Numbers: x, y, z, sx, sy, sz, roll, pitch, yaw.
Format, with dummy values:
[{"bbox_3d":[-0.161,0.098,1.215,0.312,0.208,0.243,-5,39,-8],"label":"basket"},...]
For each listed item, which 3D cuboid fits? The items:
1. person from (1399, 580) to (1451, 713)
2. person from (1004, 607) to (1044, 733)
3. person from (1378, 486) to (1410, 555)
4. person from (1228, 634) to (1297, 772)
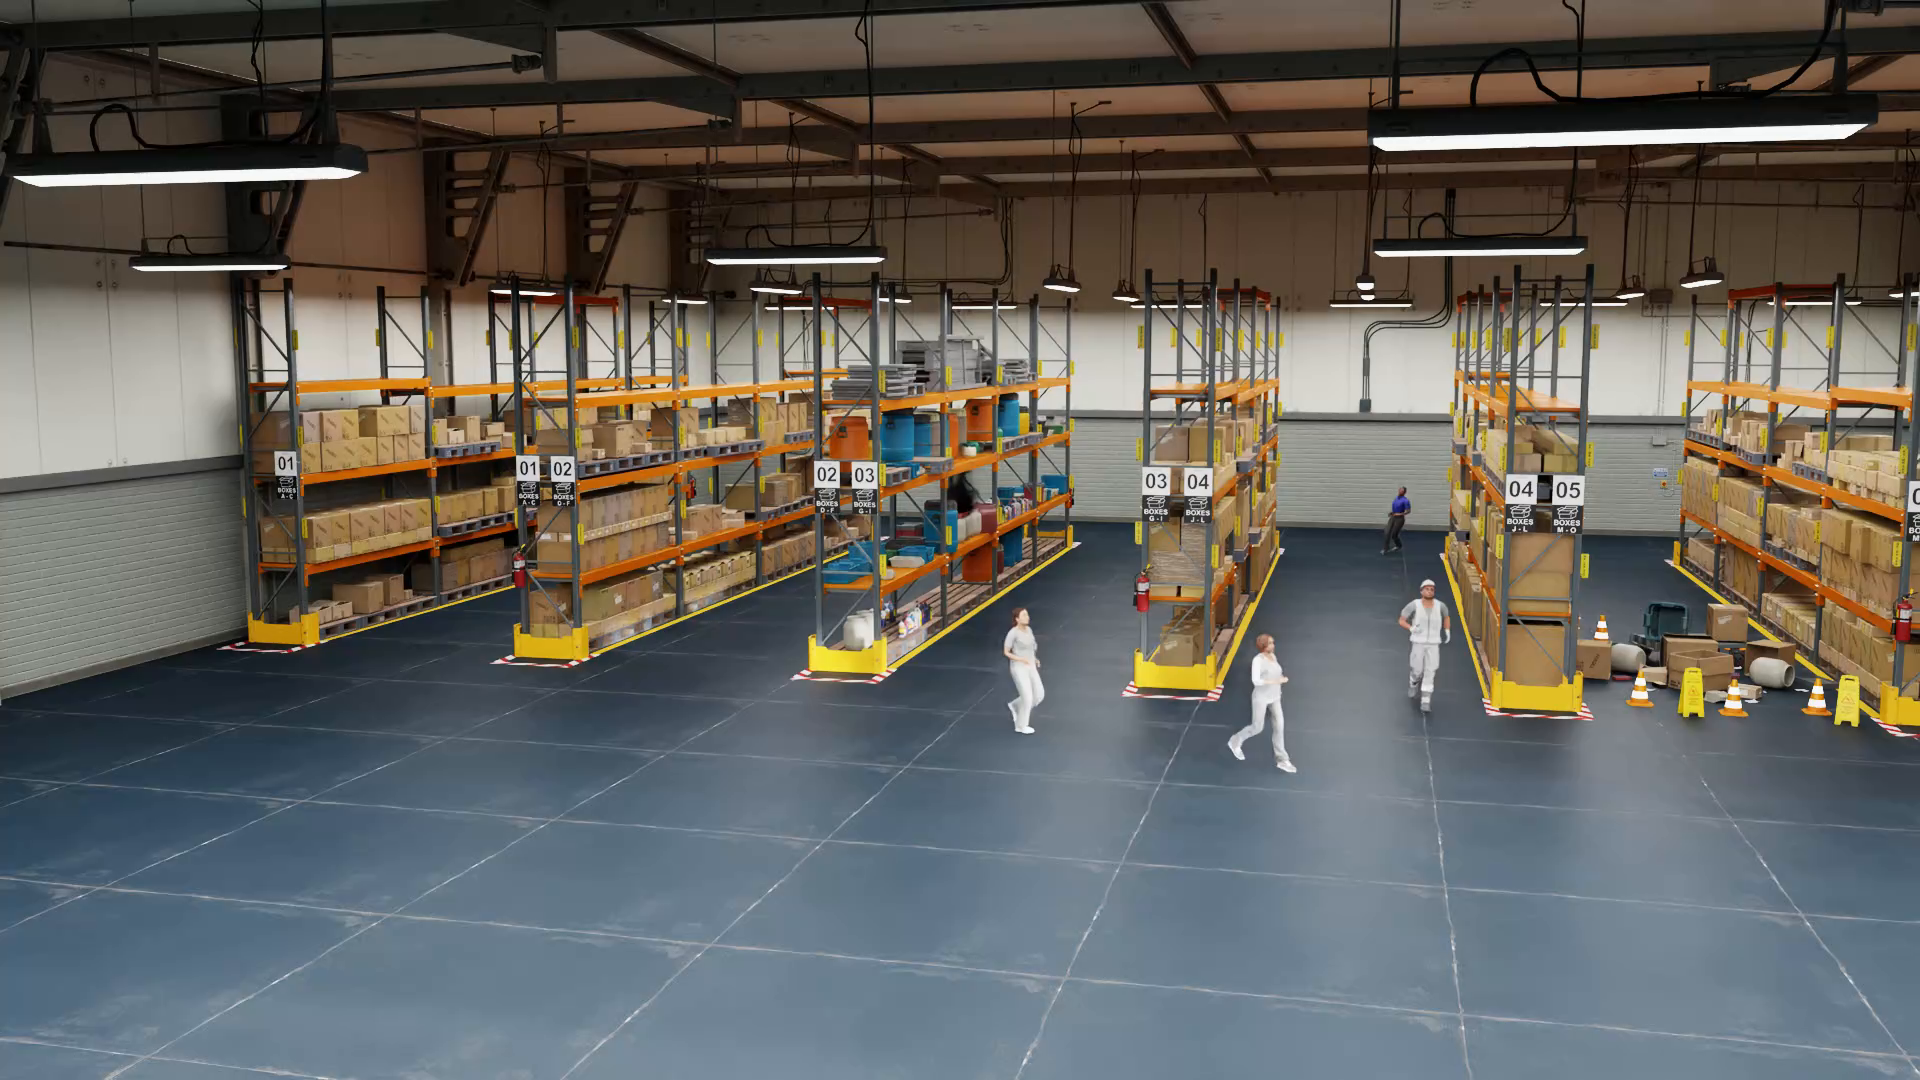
[{"bbox_3d":[6.347,1.419,22.615,0.714,1.747,0.990,0,7,3],"label":"person"},{"bbox_3d":[0.800,1.658,21.246,0.584,1.616,0.561,7,10,44],"label":"person"},{"bbox_3d":[10.248,-0.407,38.928,0.726,1.532,0.665,-4,8,-32],"label":"person"},{"bbox_3d":[3.553,1.877,19.405,0.539,1.576,0.894,-6,9,-43],"label":"person"}]
